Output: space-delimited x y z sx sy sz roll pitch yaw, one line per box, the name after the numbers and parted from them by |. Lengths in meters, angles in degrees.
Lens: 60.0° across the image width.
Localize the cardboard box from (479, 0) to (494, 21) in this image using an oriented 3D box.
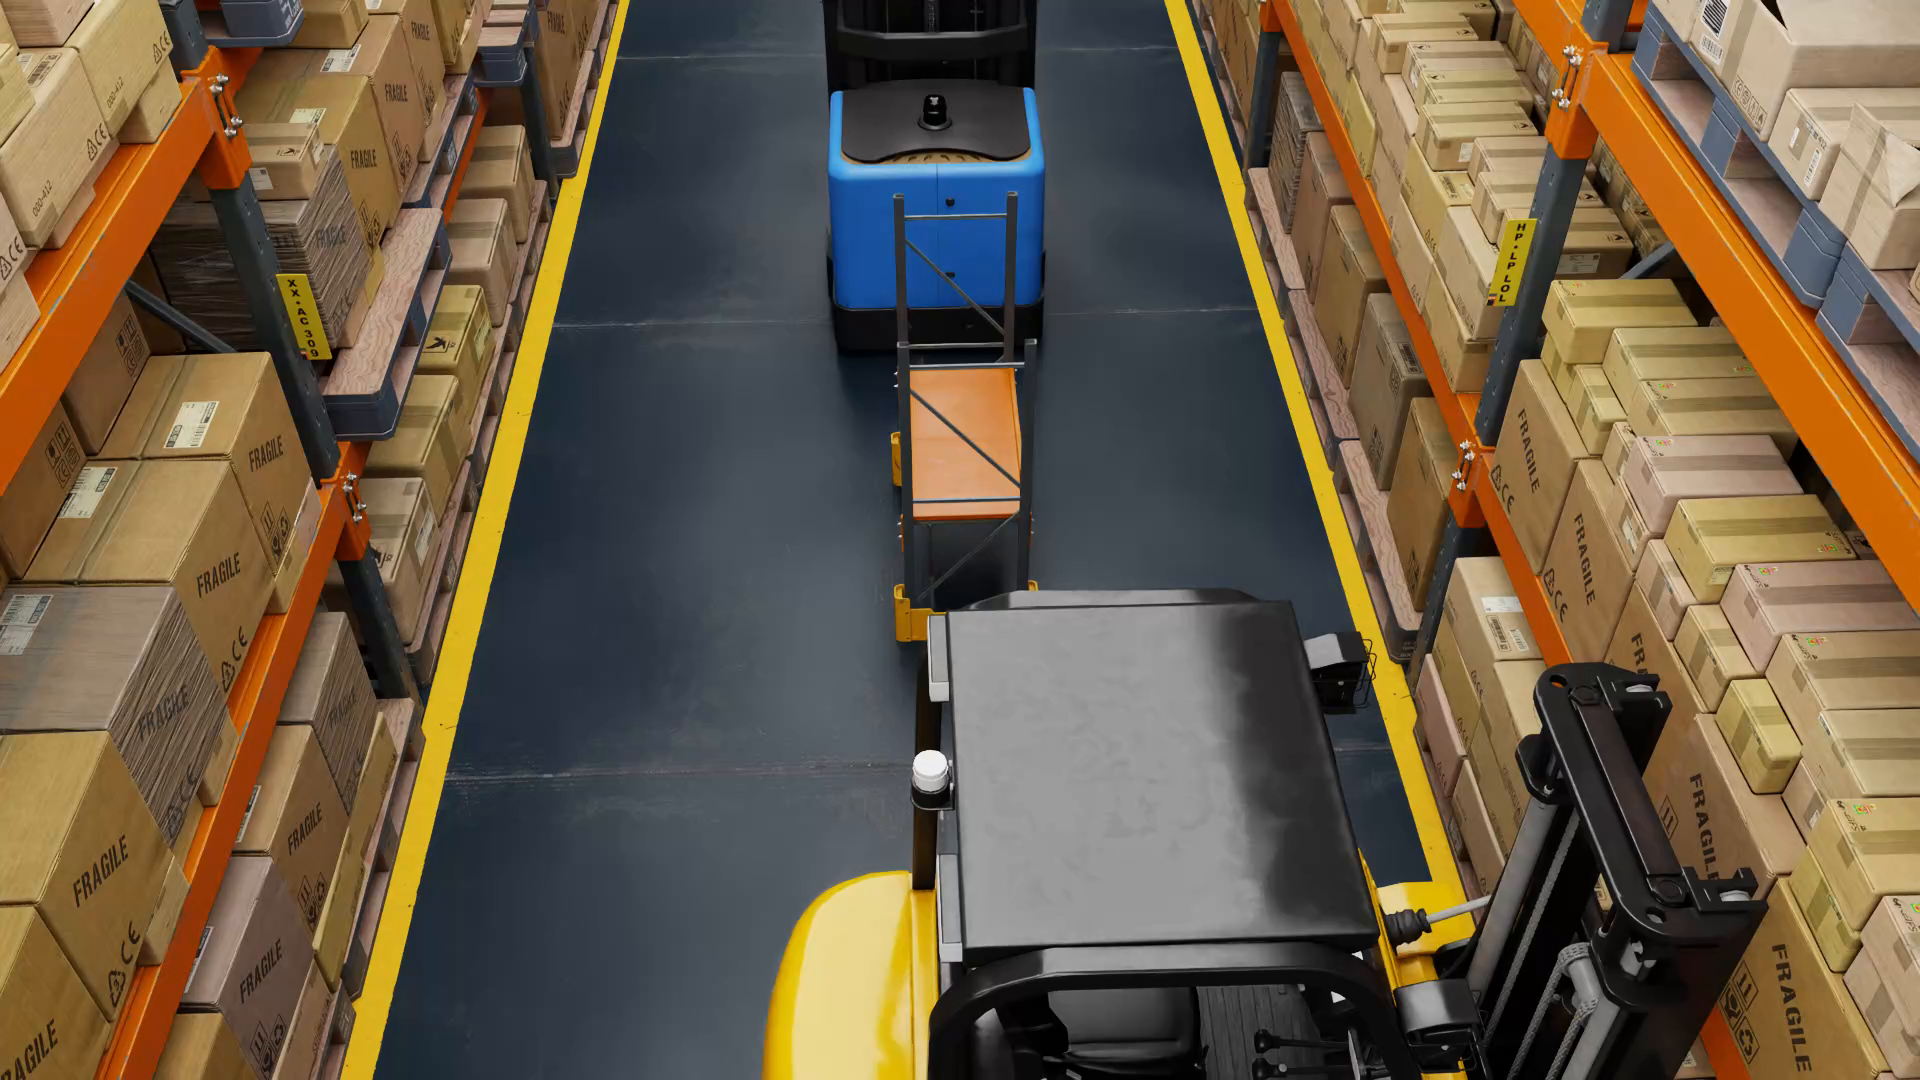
-2.422 -2.571 7.860 0.380 0.149 0.250 -2 43 -2 | cardboard box

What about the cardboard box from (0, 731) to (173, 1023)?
-2.291 0.819 3.992 0.500 0.500 0.500 -2 43 -3 | cardboard box

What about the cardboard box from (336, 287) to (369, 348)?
-2.348 -0.815 5.944 0.380 0.149 0.250 -1 43 -1 | cardboard box

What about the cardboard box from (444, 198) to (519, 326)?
-2.756 -1.377 8.316 0.950 0.372 0.625 -2 43 -3 | cardboard box

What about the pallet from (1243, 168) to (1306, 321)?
2.145 -1.631 9.023 1.003 0.211 1.213 -2 43 -2 | pallet

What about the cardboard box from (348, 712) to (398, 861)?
-2.346 0.880 5.944 0.500 0.250 0.500 0 43 0 | cardboard box

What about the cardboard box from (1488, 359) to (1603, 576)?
2.077 -0.245 5.373 0.500 0.500 0.500 -3 43 -3 | cardboard box

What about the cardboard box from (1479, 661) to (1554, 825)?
2.038 0.656 5.448 0.500 0.250 0.500 -2 43 -2 | cardboard box

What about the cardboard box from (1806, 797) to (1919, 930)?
2.109 0.705 3.637 0.380 0.149 0.250 -1 43 -1 | cardboard box

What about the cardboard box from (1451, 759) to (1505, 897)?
2.046 1.022 5.789 0.500 0.250 0.500 -3 43 -3 | cardboard box

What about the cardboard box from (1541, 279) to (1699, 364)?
2.036 -0.677 5.145 0.380 0.149 0.250 -1 43 -1 | cardboard box

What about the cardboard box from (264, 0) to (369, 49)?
-2.455 -1.969 6.243 0.380 0.149 0.250 1 43 1 | cardboard box

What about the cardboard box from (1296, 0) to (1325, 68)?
1.940 -2.514 8.034 0.500 0.250 0.500 -2 43 -3 | cardboard box

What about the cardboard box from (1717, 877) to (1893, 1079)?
2.171 1.127 3.876 0.500 0.500 0.500 -2 43 -3 | cardboard box

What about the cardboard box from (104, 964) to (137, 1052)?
-2.295 1.134 4.129 0.380 0.149 0.250 -3 43 -3 | cardboard box

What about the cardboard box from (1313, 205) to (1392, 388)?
2.227 -1.178 7.912 0.875 0.625 0.625 -3 43 -4 | cardboard box

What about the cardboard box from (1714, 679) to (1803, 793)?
2.116 0.476 4.107 0.380 0.149 0.250 -2 43 -3 | cardboard box

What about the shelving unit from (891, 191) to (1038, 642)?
0.003 -0.501 6.837 0.587 1.500 1.083 -2 43 -2 | shelving unit

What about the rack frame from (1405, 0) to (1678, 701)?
2.319 -0.515 5.742 1.000 3.000 0.127 -2 43 -2 | rack frame

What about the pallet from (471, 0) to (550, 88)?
-2.673 -2.522 8.073 1.213 0.211 1.003 -2 43 -2 | pallet

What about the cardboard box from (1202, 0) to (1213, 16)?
1.840 -3.770 10.832 0.500 0.500 0.500 -3 43 -3 | cardboard box

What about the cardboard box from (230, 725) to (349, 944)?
-2.323 0.947 5.316 0.500 0.500 0.500 -1 43 -1 | cardboard box

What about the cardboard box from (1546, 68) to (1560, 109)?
2.533 -1.727 6.510 0.380 0.149 0.250 -2 43 -2 | cardboard box

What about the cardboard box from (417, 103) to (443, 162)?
-2.375 -1.696 6.905 0.380 0.149 0.250 0 43 0 | cardboard box

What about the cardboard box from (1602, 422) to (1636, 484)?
2.121 -0.219 4.864 0.380 0.149 0.250 -2 43 -2 | cardboard box

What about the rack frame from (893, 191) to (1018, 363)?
-0.018 -0.838 7.204 0.500 1.500 0.032 -2 43 -2 | rack frame

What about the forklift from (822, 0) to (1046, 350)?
-0.162 -3.013 8.518 1.130 2.935 3.031 -1 43 -2 | forklift

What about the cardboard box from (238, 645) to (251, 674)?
-2.371 0.277 5.064 0.380 0.149 0.250 -1 43 -2 | cardboard box

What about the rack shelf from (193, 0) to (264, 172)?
-2.725 -2.561 6.287 1.077 0.370 4.000 -2 43 -2 | rack shelf

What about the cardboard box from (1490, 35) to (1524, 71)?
2.502 -2.026 7.131 0.500 0.250 0.500 -2 43 -3 | cardboard box

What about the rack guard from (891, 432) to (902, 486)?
-0.018 -0.377 7.626 0.587 0.250 0.087 -2 43 -2 | rack guard

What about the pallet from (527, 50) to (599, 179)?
-2.768 -2.577 10.055 1.003 0.211 1.213 -2 43 -2 | pallet

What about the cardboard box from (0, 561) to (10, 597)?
-2.844 0.103 4.033 0.700 0.500 0.500 -3 43 -3 | cardboard box

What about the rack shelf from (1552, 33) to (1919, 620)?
2.404 -0.006 3.499 1.077 0.370 4.000 -2 43 -2 | rack shelf

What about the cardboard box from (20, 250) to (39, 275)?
-2.400 -0.662 3.868 0.380 0.149 0.250 -3 43 -3 | cardboard box

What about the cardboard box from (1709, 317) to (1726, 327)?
2.589 -0.582 5.260 0.380 0.149 0.250 -2 43 -2 | cardboard box

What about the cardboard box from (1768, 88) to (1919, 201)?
2.067 -0.890 3.732 0.380 0.149 0.250 0 43 -1 | cardboard box

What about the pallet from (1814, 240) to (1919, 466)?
2.430 -0.192 3.235 1.003 0.211 1.213 -2 43 -2 | pallet

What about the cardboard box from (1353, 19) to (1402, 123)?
1.995 -2.002 7.105 0.500 0.250 0.500 -1 43 -1 | cardboard box

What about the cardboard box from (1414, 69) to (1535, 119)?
2.004 -1.708 6.490 0.380 0.149 0.250 -3 43 -3 | cardboard box

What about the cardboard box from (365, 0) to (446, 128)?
-2.435 -2.015 6.774 0.500 0.500 0.500 -3 43 -4 | cardboard box

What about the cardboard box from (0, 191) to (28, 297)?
-2.322 -0.555 3.456 0.500 0.250 0.500 -2 43 -2 | cardboard box

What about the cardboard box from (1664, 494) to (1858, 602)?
2.104 0.020 4.384 0.380 0.149 0.250 -2 43 -2 | cardboard box

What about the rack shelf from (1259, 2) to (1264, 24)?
2.064 -4.301 10.404 1.077 0.370 4.000 -2 43 -2 | rack shelf

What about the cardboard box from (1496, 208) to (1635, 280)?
2.083 -1.016 5.734 0.380 0.149 0.250 0 43 0 | cardboard box

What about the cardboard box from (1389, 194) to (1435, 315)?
2.010 -1.132 6.526 0.500 0.250 0.500 -2 43 -2 | cardboard box

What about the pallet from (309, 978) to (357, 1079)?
-2.521 1.935 5.132 1.003 0.211 1.213 -2 43 -2 | pallet

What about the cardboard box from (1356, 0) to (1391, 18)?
1.934 -2.397 7.241 0.380 0.149 0.250 -1 43 -1 | cardboard box

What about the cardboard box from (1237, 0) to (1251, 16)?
1.833 -3.198 9.728 0.380 0.149 0.250 -4 43 -4 | cardboard box
